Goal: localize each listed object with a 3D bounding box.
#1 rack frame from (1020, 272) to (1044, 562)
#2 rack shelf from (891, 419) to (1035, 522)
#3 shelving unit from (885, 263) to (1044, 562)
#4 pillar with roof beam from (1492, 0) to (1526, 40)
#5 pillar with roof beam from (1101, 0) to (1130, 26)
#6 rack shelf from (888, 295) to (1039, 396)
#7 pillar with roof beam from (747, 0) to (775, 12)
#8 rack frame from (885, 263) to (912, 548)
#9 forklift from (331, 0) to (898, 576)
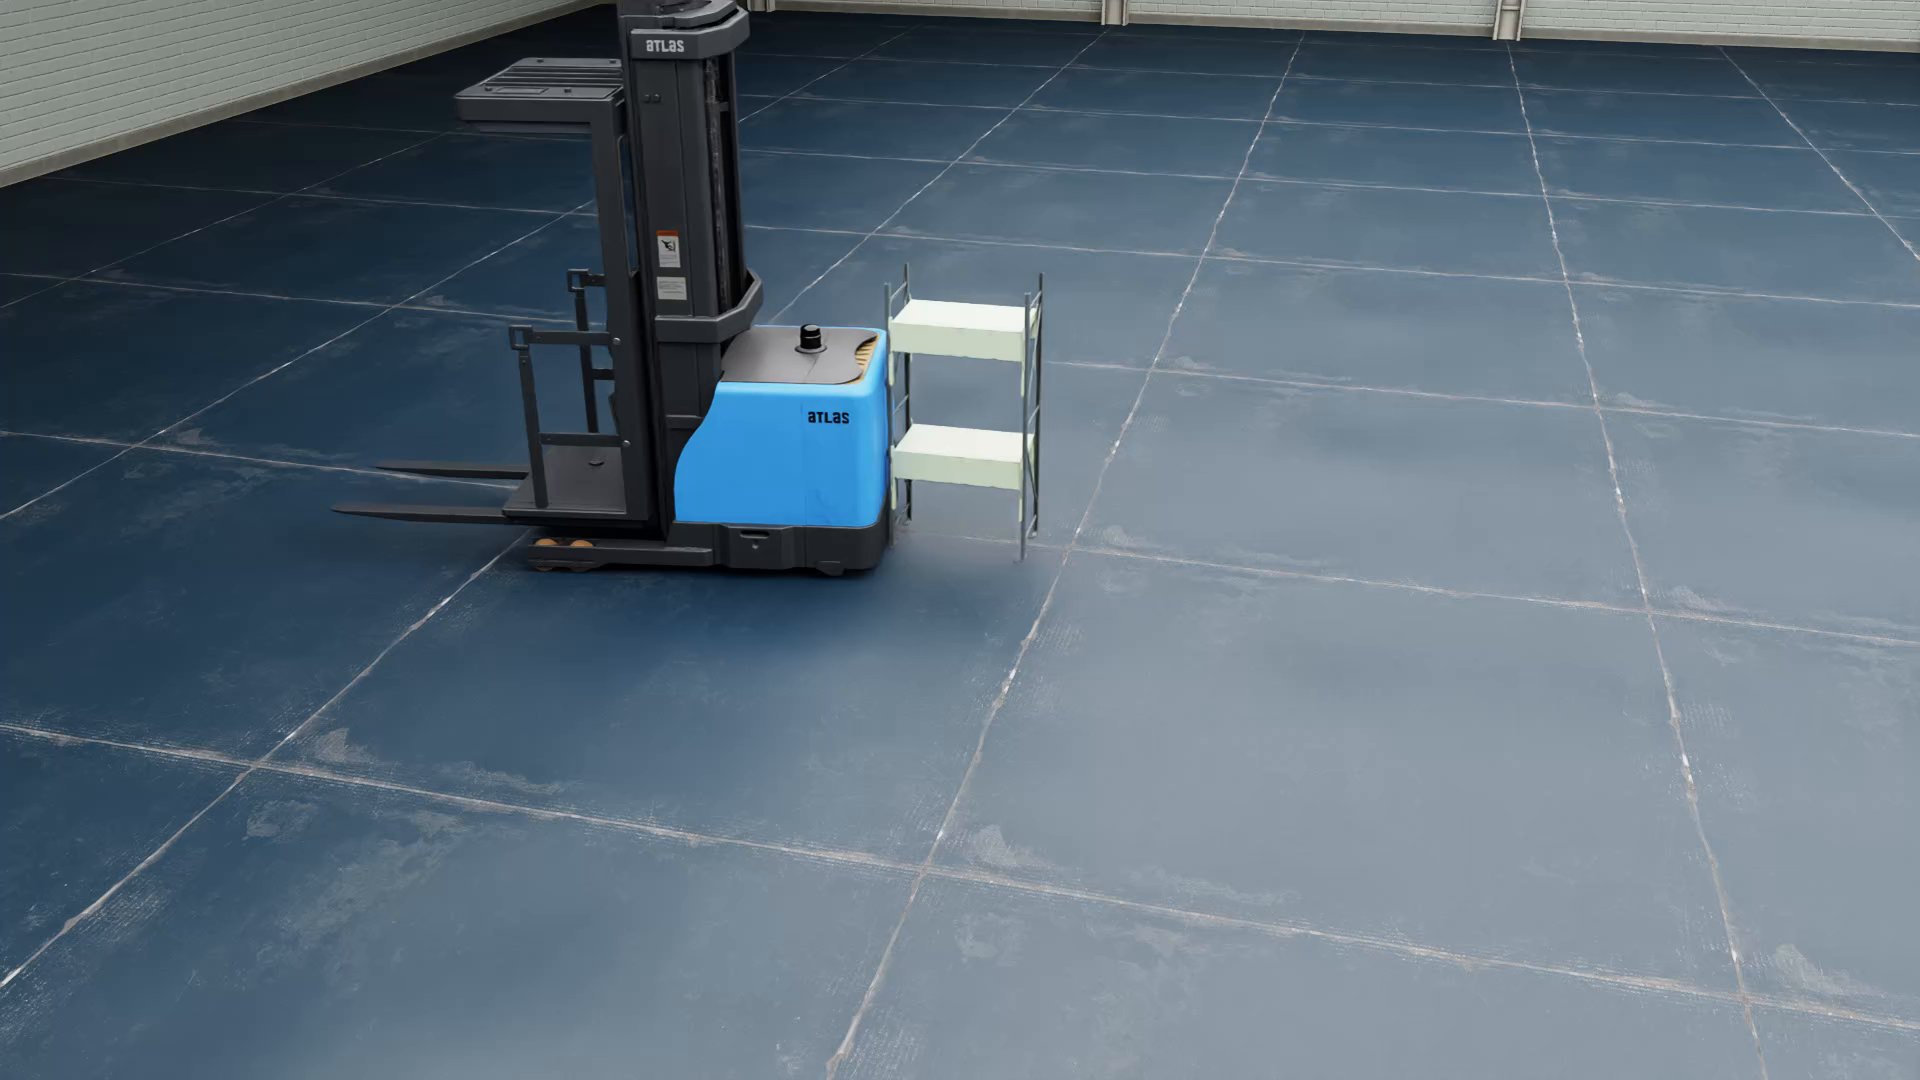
[{"bbox_3d":[0.383,-0.642,8.854,0.023,1.500,0.400,6,26,12],"label":"rack frame"},{"bbox_3d":[0.027,-0.384,9.071,0.720,0.370,0.431,6,26,12],"label":"rack shelf"},{"bbox_3d":[0.027,-0.679,8.931,0.755,1.500,0.431,6,26,12],"label":"shelving unit"},{"bbox_3d":[7.216,-9.886,19.547,0.400,9.000,9.100,6,26,13],"label":"pillar with roof beam"},{"bbox_3d":[1.405,-10.529,20.896,0.400,9.000,9.100,6,26,13],"label":"pillar with roof beam"},{"bbox_3d":[0.027,-1.031,8.763,0.720,0.370,0.431,6,26,12],"label":"rack shelf"},{"bbox_3d":[-4.406,-11.171,22.246,0.400,9.000,9.100,6,26,13],"label":"pillar with roof beam"},{"bbox_3d":[-0.329,-0.715,9.007,0.023,1.500,0.400,6,26,12],"label":"rack frame"},{"bbox_3d":[-1.902,-1.376,8.731,3.031,2.935,1.130,2,26,4],"label":"forklift"}]
